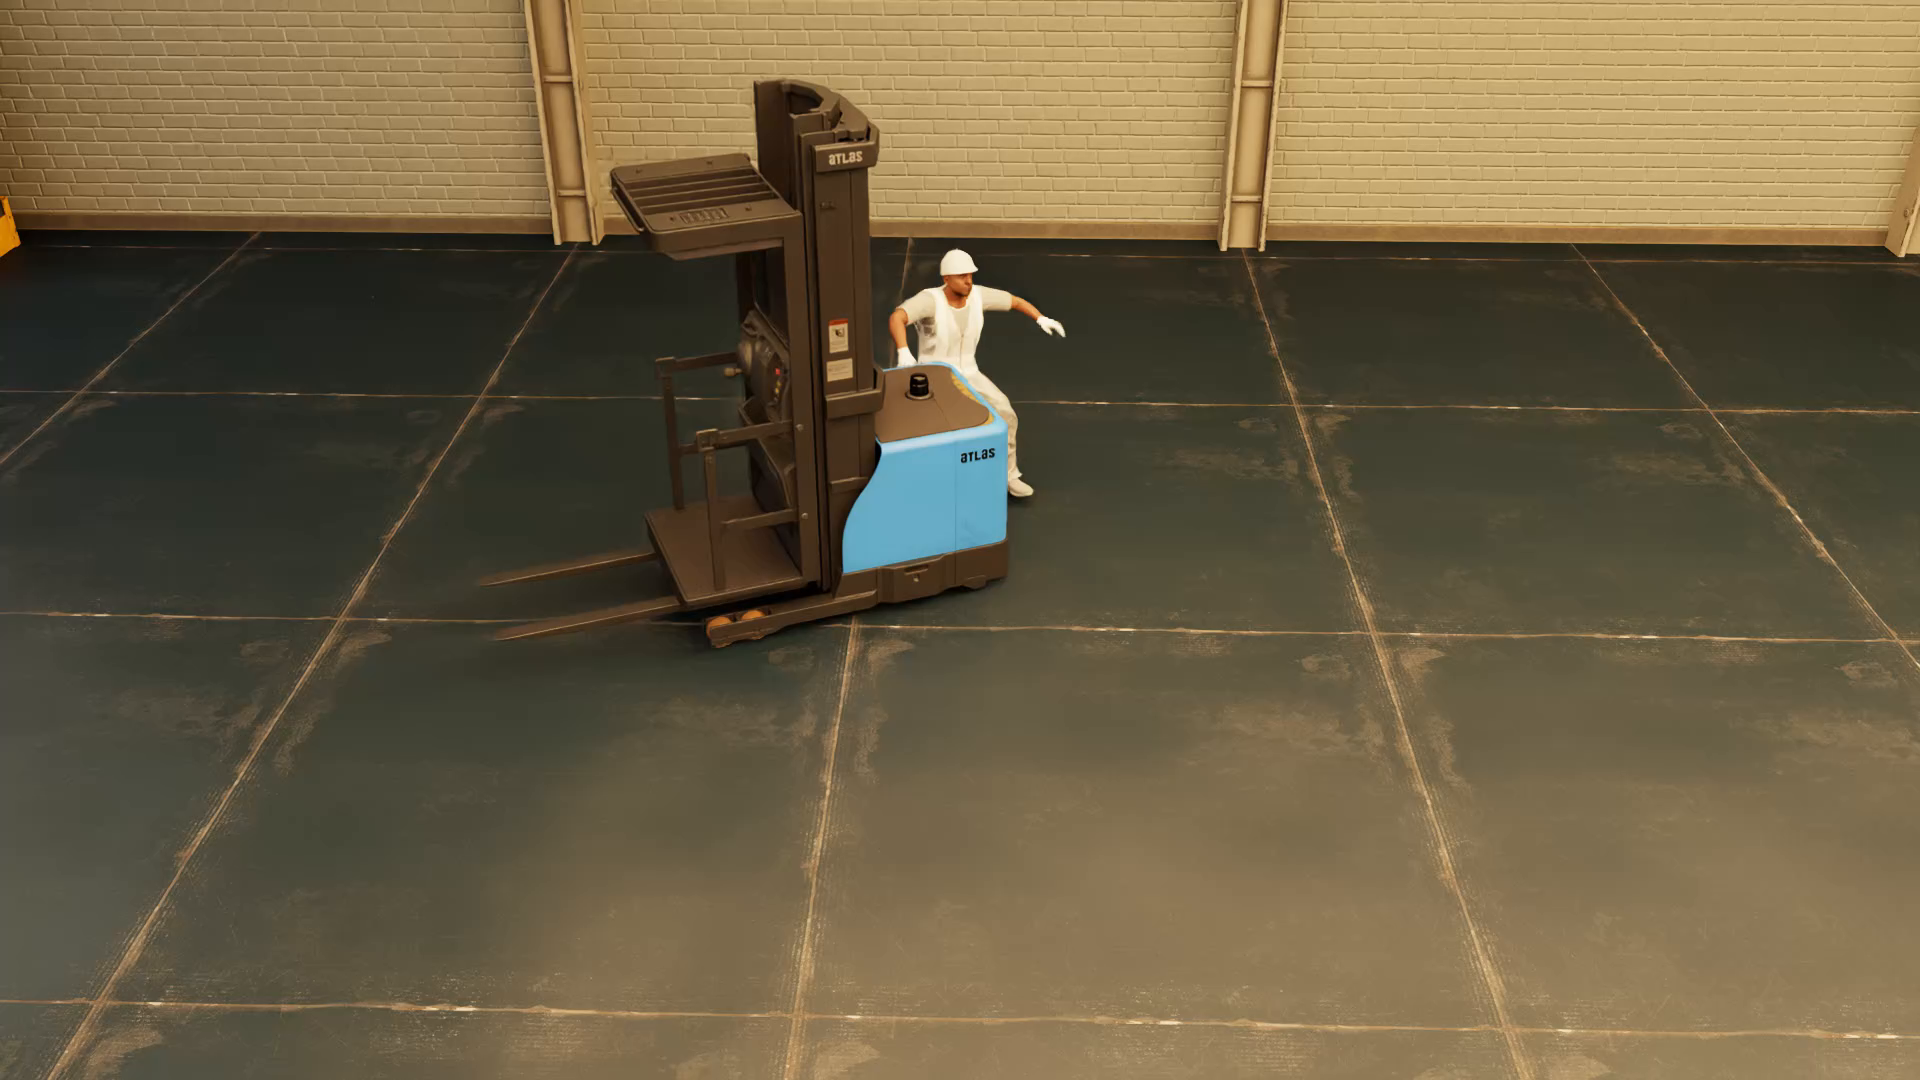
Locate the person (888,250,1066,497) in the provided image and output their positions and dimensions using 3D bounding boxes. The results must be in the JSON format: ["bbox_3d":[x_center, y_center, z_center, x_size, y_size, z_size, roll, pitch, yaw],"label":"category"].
[{"bbox_3d":[0.079,-1.034,10.655,1.156,1.559,0.870,-24,38,-35],"label":"person"}]

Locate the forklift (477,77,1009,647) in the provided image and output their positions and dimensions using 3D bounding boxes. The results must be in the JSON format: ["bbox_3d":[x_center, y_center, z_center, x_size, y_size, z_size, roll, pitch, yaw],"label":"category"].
[{"bbox_3d":[-1.278,-0.957,9.238,3.031,2.935,1.130,-11,32,-18],"label":"forklift"}]
